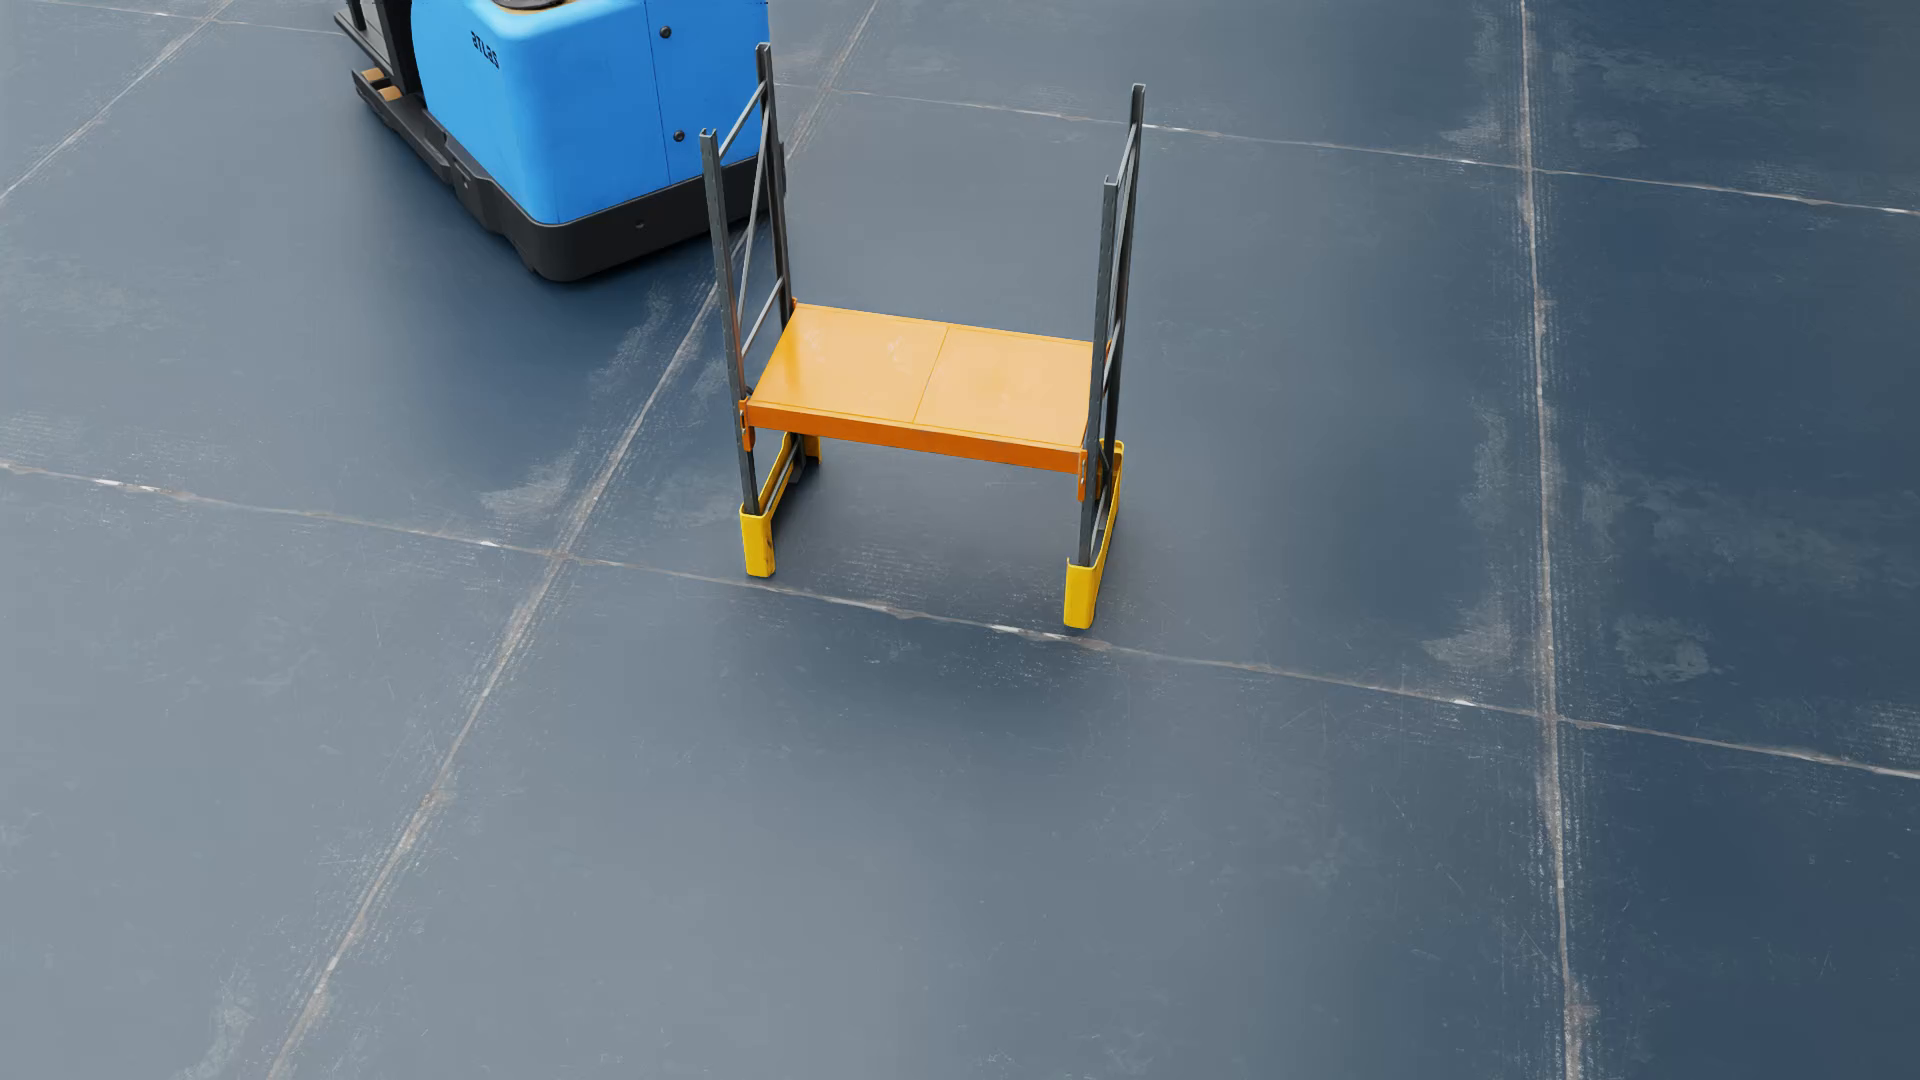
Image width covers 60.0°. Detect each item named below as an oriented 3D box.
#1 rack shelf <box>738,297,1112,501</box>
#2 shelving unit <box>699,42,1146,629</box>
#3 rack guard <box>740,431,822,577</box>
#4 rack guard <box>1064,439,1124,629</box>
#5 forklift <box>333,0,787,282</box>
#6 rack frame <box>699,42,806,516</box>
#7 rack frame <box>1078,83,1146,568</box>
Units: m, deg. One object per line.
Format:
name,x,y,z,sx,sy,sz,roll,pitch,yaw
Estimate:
rack shelf,-0.083,-0.424,4.868,1.000,0.185,0.538,9,45,9
shelving unit,-0.074,-0.552,4.742,1.083,1.500,0.587,9,45,9
rack guard,-0.560,-0.177,5.254,0.087,0.250,0.587,9,45,9
rack guard,0.412,-0.026,5.097,0.087,0.250,0.587,9,45,9
forklift,-1.951,-2.992,6.244,1.130,2.935,3.031,-27,50,-25
rack frame,-0.579,-0.630,4.823,0.032,1.500,0.500,9,45,9
rack frame,0.413,-0.476,4.663,0.032,1.500,0.500,9,45,9
